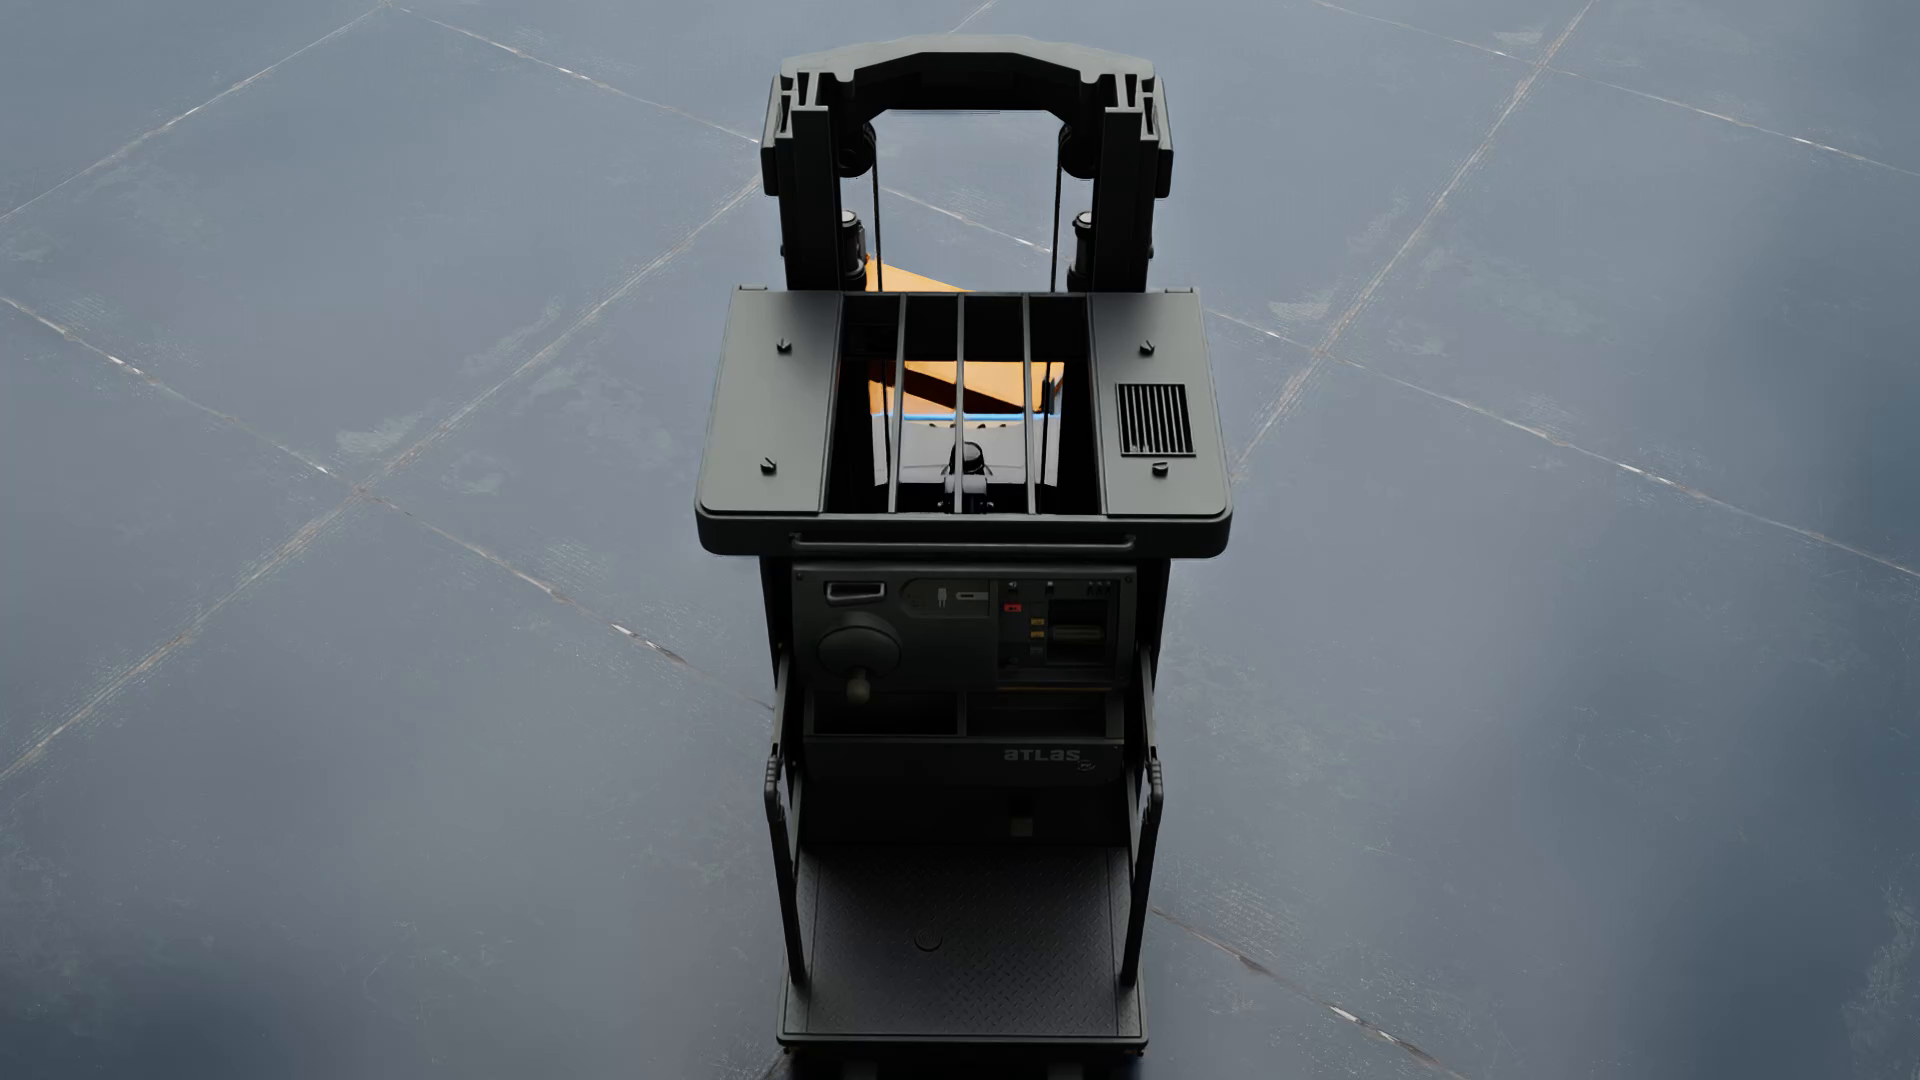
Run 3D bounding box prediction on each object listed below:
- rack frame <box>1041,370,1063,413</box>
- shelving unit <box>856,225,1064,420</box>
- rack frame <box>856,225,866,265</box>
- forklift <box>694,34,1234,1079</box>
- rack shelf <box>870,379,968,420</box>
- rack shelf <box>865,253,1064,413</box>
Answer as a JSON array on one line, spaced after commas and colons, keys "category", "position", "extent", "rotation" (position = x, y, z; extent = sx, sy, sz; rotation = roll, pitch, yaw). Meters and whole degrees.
[{"category": "rack frame", "position": [0.410, -0.314, 6.271], "extent": [0.032, 1.125, 0.500], "rotation": [20, 49, 19]}, {"category": "shelving unit", "position": [-0.041, -0.482, 6.434], "extent": [1.048, 1.125, 0.538], "rotation": [20, 49, 19]}, {"category": "rack frame", "position": [-0.492, -0.651, 6.598], "extent": [0.032, 1.125, 0.500], "rotation": [20, 49, 19]}, {"category": "forklift", "position": [0.011, 0.345, 4.371], "extent": [1.130, 2.935, 3.031], "rotation": [0, 46, 0]}, {"category": "rack shelf", "position": [-0.041, -0.312, 6.610], "extent": [1.000, 0.278, 0.538], "rotation": [20, 49, 19]}, {"category": "rack shelf", "position": [-0.041, -0.686, 6.224], "extent": [1.000, 0.278, 0.538], "rotation": [20, 49, 19]}]
